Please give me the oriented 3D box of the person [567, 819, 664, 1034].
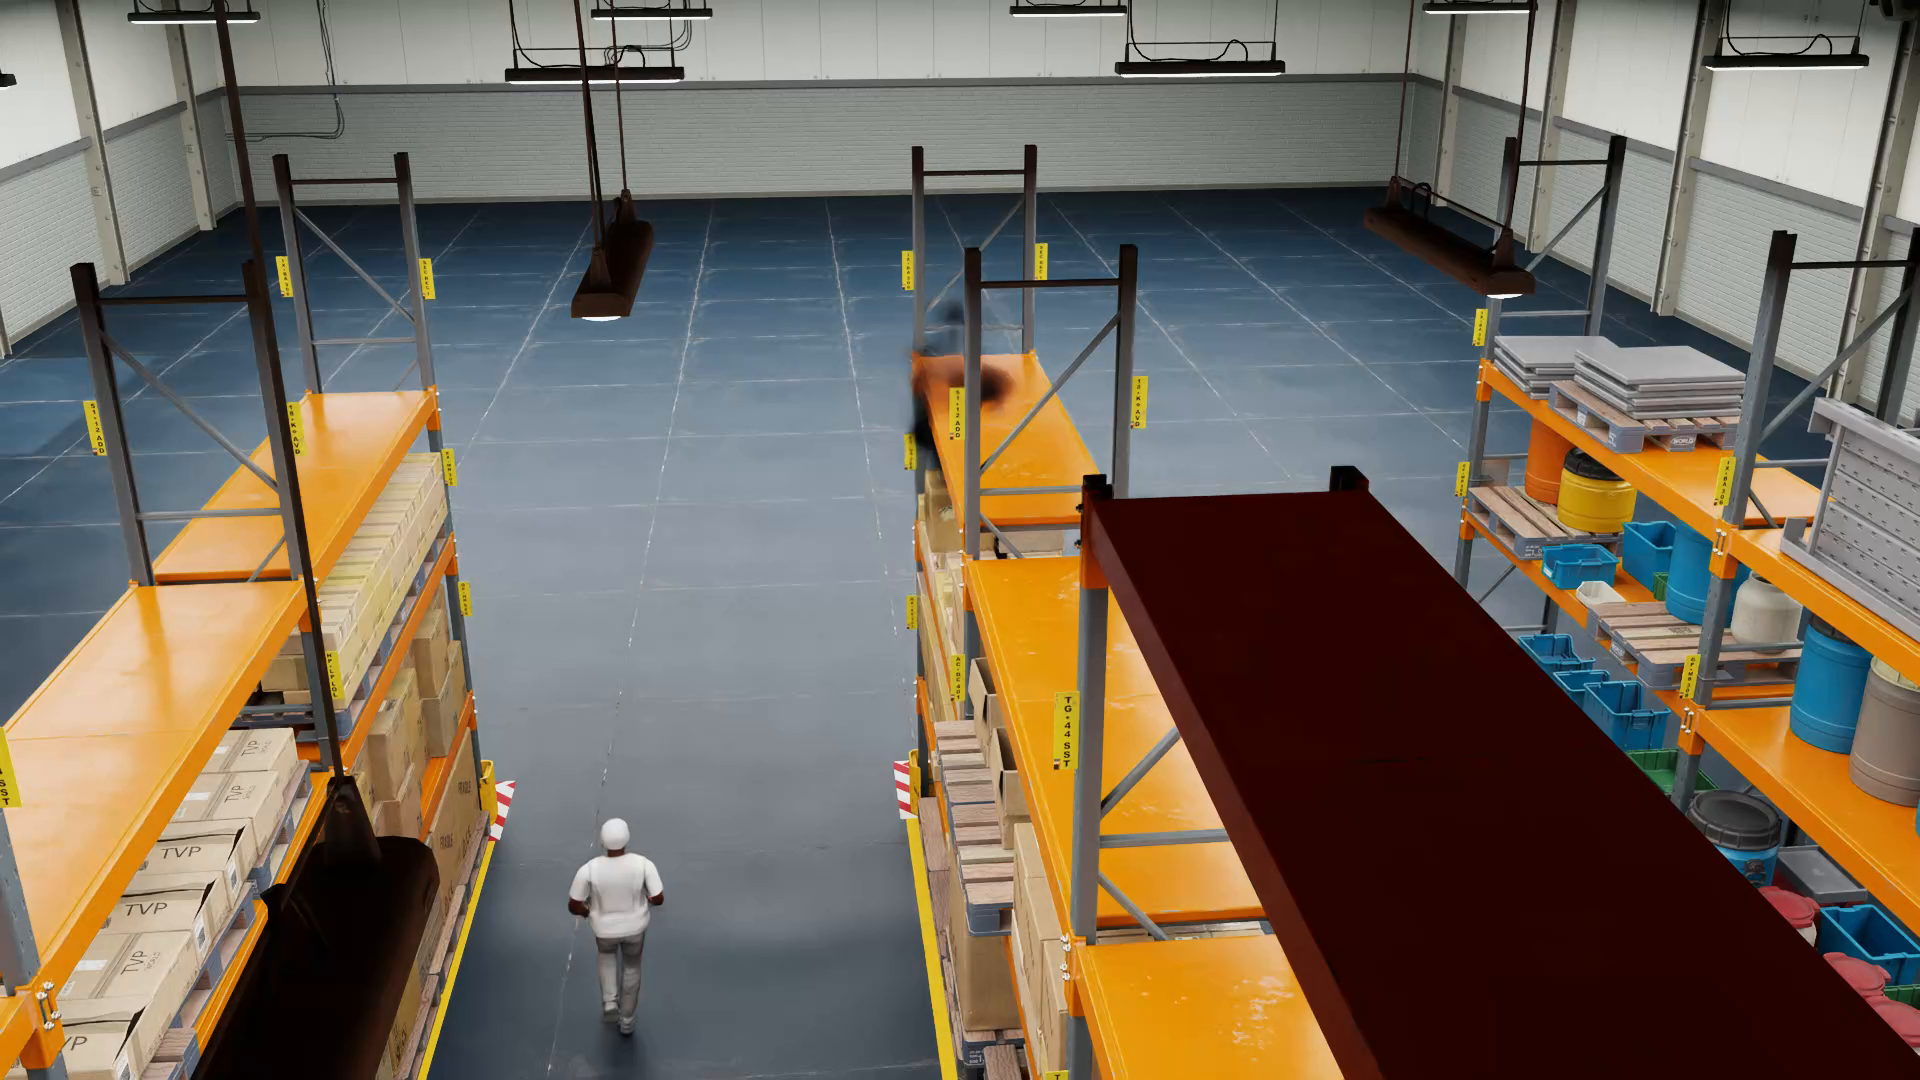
[{"bbox_3d":[-2.505,2.795,12.224,0.674,1.721,0.569,-3,22,-8],"label":"person"}]
